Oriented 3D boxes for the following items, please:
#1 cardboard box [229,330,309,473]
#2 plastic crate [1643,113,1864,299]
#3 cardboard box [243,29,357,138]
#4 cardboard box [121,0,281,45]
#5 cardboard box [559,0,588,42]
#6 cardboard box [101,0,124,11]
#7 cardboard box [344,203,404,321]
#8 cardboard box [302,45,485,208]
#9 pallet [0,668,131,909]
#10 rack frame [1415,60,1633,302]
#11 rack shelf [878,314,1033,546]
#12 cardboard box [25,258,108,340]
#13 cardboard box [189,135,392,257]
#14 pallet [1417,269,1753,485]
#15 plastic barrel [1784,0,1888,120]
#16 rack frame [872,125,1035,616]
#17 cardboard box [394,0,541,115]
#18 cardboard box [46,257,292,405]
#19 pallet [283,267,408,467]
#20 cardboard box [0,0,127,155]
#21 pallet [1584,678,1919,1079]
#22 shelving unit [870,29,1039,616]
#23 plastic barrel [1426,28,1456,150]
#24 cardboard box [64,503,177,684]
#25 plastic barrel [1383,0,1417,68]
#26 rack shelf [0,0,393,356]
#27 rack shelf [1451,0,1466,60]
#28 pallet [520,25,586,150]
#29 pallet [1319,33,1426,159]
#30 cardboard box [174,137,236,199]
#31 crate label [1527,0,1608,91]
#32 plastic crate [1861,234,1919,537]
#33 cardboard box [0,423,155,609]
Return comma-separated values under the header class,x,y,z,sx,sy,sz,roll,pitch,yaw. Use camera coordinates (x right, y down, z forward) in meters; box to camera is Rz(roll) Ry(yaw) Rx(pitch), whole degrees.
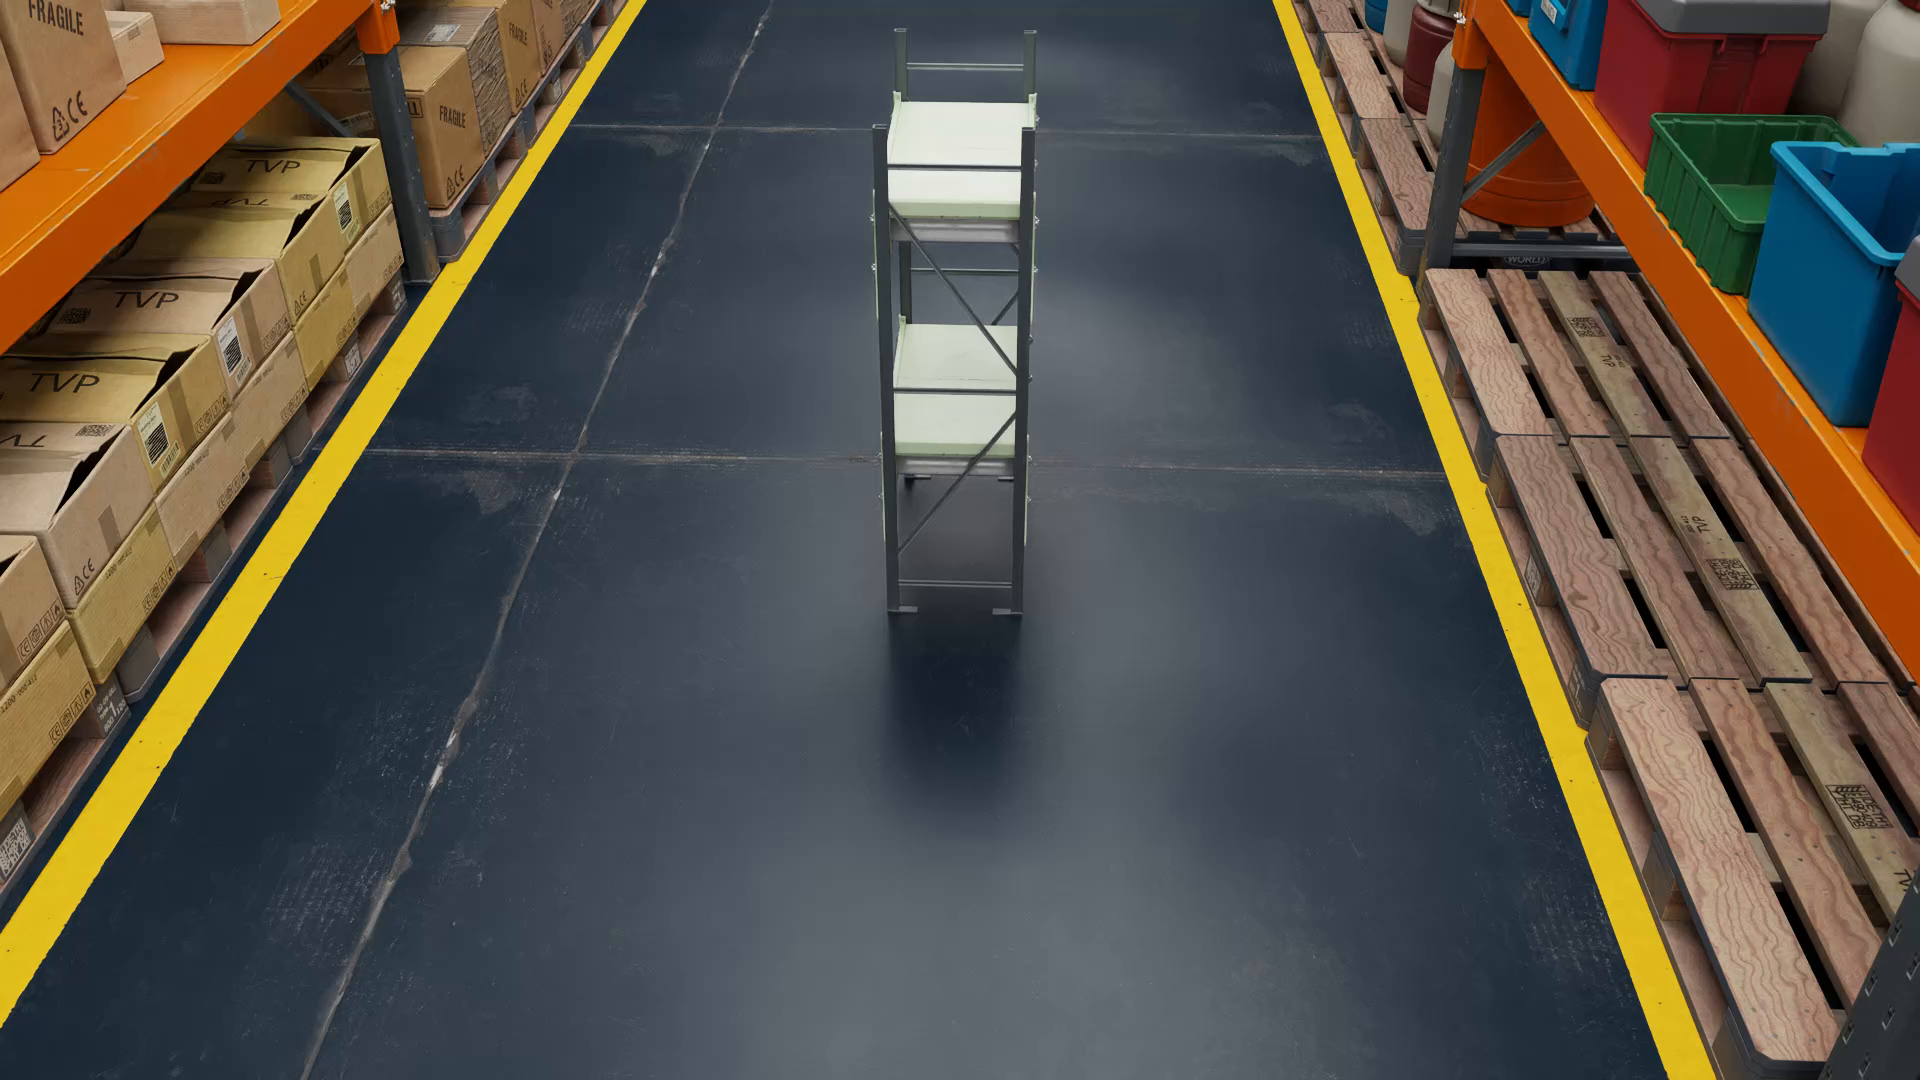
class,x,y,z,sx,sy,sz,roll,pitch,yaw
cardboard box,-2.444,-0.454,5.313,0.500,0.250,0.500,2,35,3
plastic crate,1.950,-0.806,3.972,0.450,0.188,0.662,1,35,2
cardboard box,-2.823,-2.000,7.278,0.500,0.500,0.500,3,35,4
cardboard box,-2.386,-1.674,5.242,0.380,0.149,0.250,1,35,2
cardboard box,-2.248,-2.893,8.549,0.500,0.500,0.500,2,35,2
cardboard box,-2.856,-1.754,5.215,0.500,0.311,0.500,1,35,1
cardboard box,-2.404,-1.039,6.146,0.500,0.250,0.500,2,35,3
cardboard box,-2.322,-1.712,6.869,0.500,0.500,0.500,3,35,4
pallet,-2.796,0.715,4.049,1.003,0.211,1.213,1,35,2
rack frame,2.323,-2.183,5.748,1.000,3.000,0.127,1,35,2
rack shelf,0.000,-0.343,5.001,0.431,0.370,0.720,1,35,2
cardboard box,-2.976,-0.687,5.157,0.500,0.311,0.500,0,35,1
cardboard box,-2.401,-1.270,5.986,0.500,0.311,0.500,2,35,3
pallet,2.253,-0.598,5.918,1.003,0.211,1.213,1,35,2
plastic barrel,2.478,-1.391,4.523,0.421,0.512,0.421,0,35,0
rack frame,-0.015,-0.399,4.514,0.400,1.500,0.023,1,35,2
cardboard box,-2.282,-2.301,7.707,0.500,0.500,0.500,1,35,1
cardboard box,-2.439,-0.681,5.148,0.500,0.311,0.500,1,35,2
pallet,-2.698,-0.687,6.044,1.003,0.211,1.213,1,35,2
cardboard box,-2.677,-1.376,4.513,0.500,0.500,0.500,0,35,-1
pallet,2.155,0.804,3.923,1.003,0.211,1.213,1,35,2
shelving unit,0.000,-0.610,4.813,0.431,1.500,0.755,1,35,2
plastic barrel,2.259,-1.945,7.208,0.421,0.512,0.421,0,35,0
cardboard box,-2.483,0.134,4.477,0.500,0.250,0.500,0,35,0
plastic barrel,2.304,-2.594,8.131,0.421,0.512,0.421,0,35,0
rack shelf,-2.707,-0.856,4.486,1.077,0.370,4.000,1,35,2
rack shelf,2.403,-3.038,7.590,1.077,0.370,4.000,1,35,2
pallet,-2.507,-2.286,8.319,1.003,0.211,1.213,1,35,2
pallet,2.365,-2.195,8.190,1.003,0.211,1.213,1,35,2
cardboard box,-2.941,-1.282,6.004,0.500,0.311,0.500,2,35,3
crate label,2.013,-1.633,4.934,0.502,0.435,0.616,1,35,2
plastic crate,1.876,-0.197,2.865,0.402,0.464,0.583,1,35,2
cardboard box,-2.476,-0.095,4.314,0.500,0.311,0.500,0,35,0
